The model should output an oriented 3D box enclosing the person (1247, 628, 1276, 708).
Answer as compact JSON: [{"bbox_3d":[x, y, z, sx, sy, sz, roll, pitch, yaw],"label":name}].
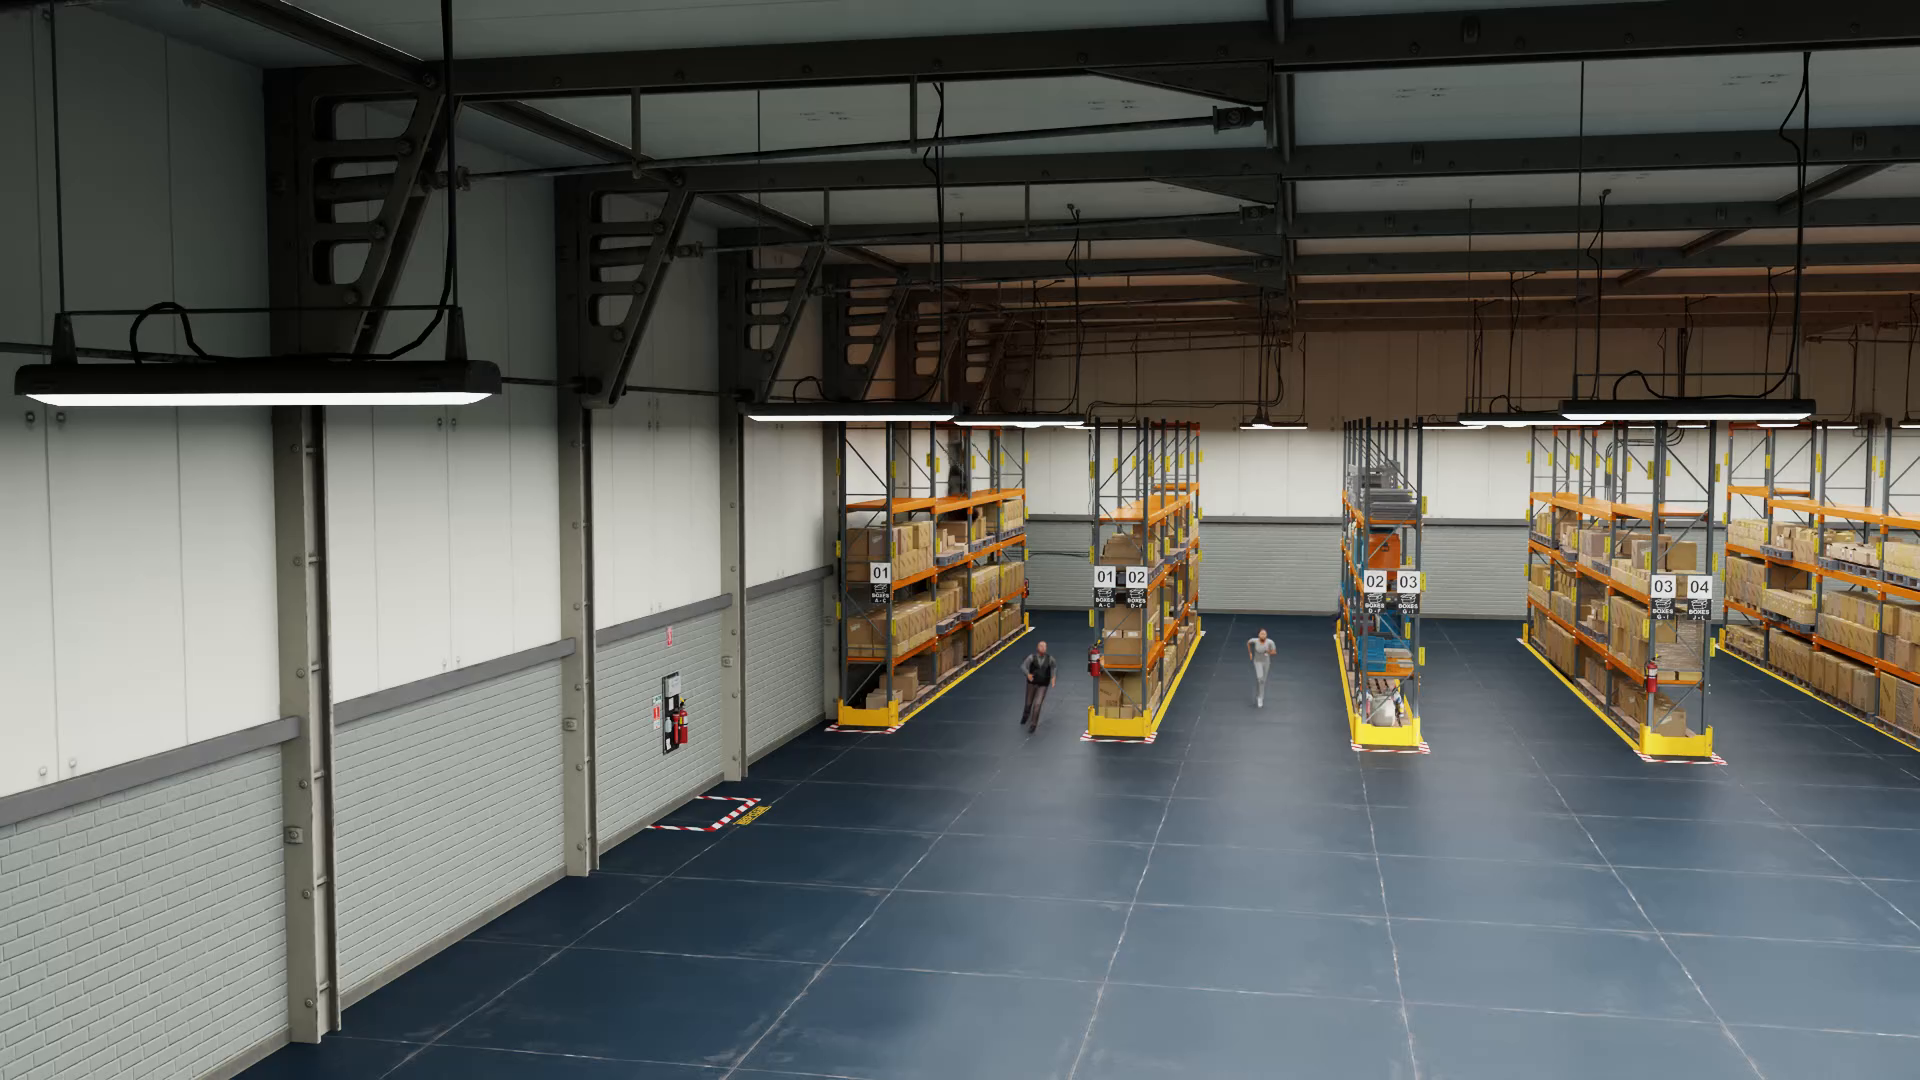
[{"bbox_3d":[6.320,2.643,34.889,0.561,1.656,0.917,0,4,0],"label":"person"}]

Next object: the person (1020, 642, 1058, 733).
[{"bbox_3d":[1.514,2.797,31.896,0.725,1.696,0.952,0,4,3],"label":"person"}]

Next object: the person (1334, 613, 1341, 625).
[{"bbox_3d":[11.381,1.840,48.486,0.962,1.586,0.648,3,4,34],"label":"person"}]
